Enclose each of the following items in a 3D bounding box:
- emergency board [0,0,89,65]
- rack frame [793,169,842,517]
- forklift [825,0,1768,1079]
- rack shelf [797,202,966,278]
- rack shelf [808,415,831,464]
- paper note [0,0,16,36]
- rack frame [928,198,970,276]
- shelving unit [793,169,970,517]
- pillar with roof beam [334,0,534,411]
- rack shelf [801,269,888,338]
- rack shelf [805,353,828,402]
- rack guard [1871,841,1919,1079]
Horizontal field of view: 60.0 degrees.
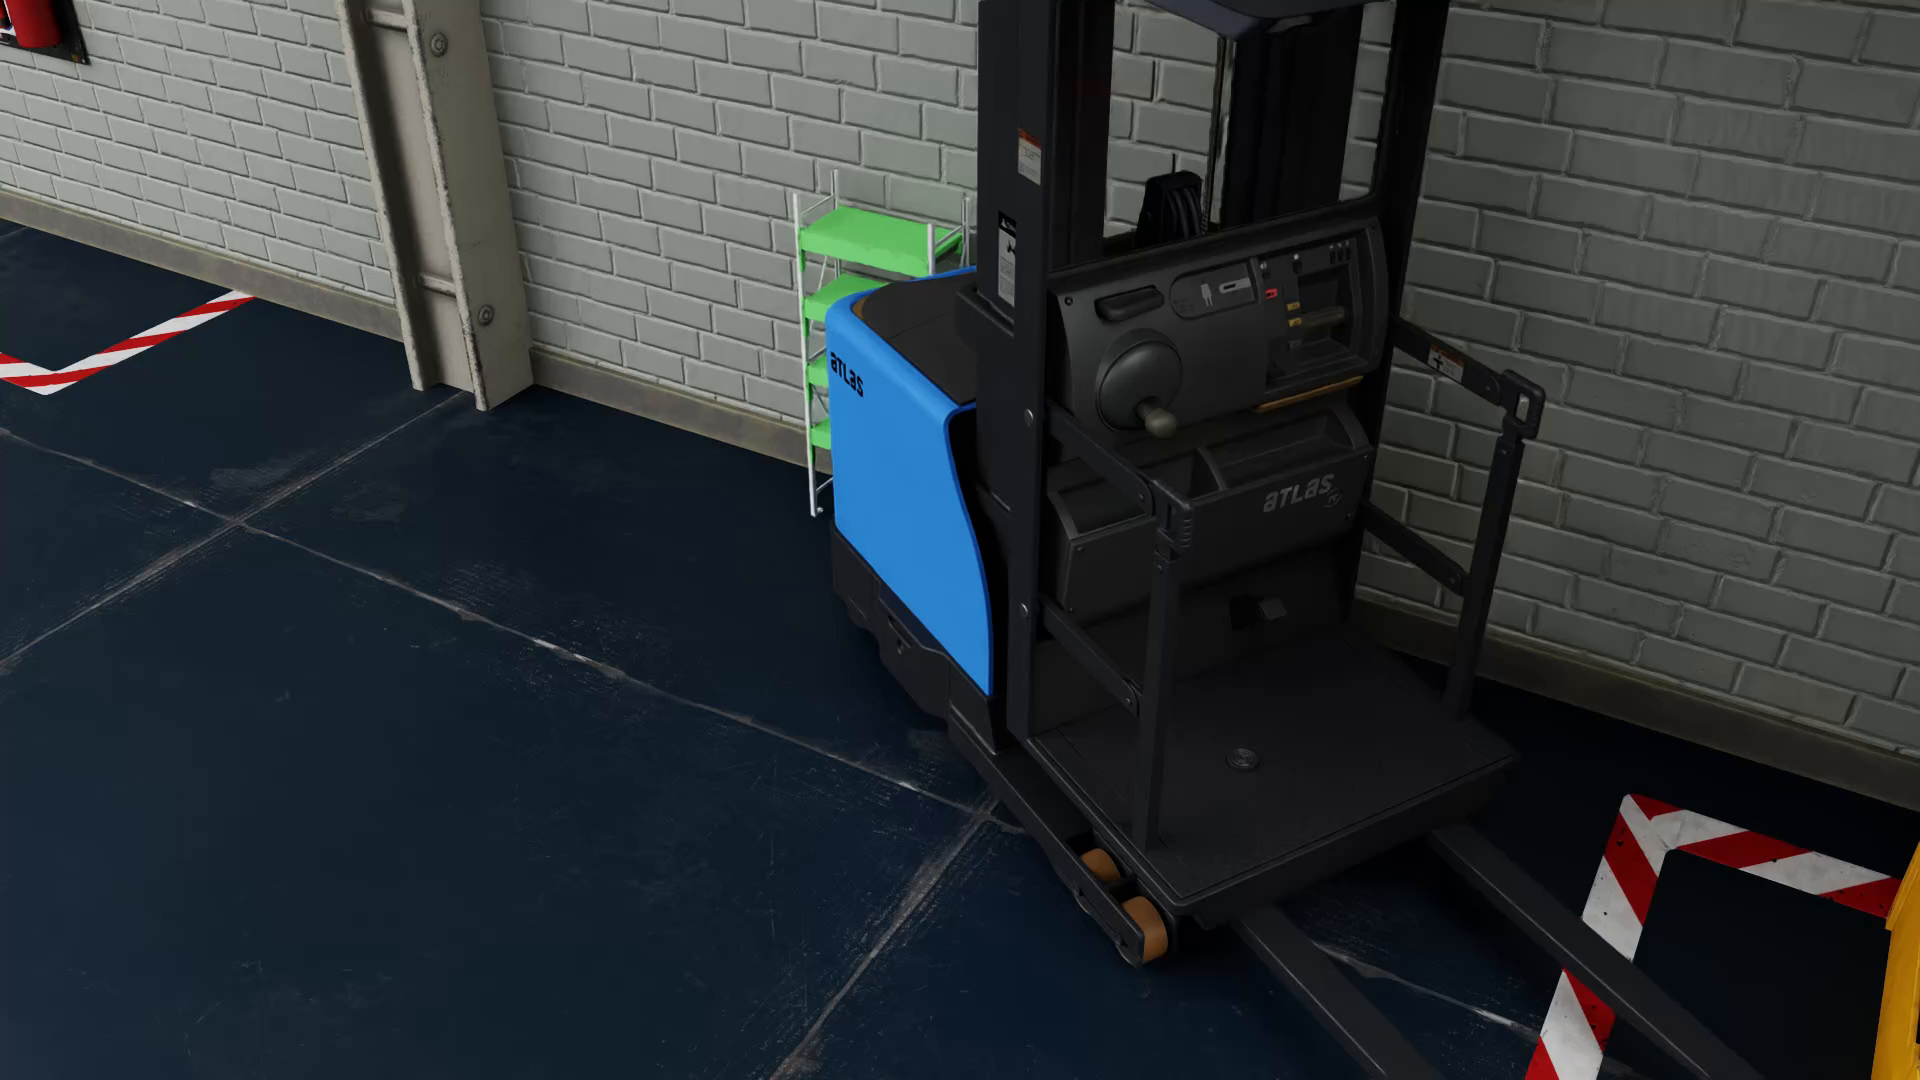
[{"bbox_3d":[-4.075,-2.577,6.914,0.643,1.169,0.194,18,37,24],"label":"emergency board"},{"bbox_3d":[-0.460,-0.642,5.630,0.015,1.200,0.240,17,37,24],"label":"rack frame"},{"bbox_3d":[0.744,-0.451,3.783,1.130,2.935,3.031,-17,37,-24],"label":"forklift"},{"bbox_3d":[-0.247,-0.922,5.301,0.480,0.148,0.258,17,37,24],"label":"rack shelf"},{"bbox_3d":[-0.248,-0.322,5.699,0.480,0.148,0.258,17,37,24],"label":"rack shelf"},{"bbox_3d":[-4.194,-2.292,7.281,0.142,0.148,0.016,18,37,24],"label":"paper note"},{"bbox_3d":[-0.034,-0.509,5.432,0.015,1.200,0.240,17,37,24],"label":"rack frame"},{"bbox_3d":[-0.247,-0.576,5.531,0.503,1.200,0.258,17,37,24],"label":"shelving unit"},{"bbox_3d":[-4.084,-2.304,1.092,0.400,9.000,9.100,18,37,24],"label":"pillar with roof beam"},{"bbox_3d":[-0.247,-0.722,5.434,0.480,0.148,0.258,17,37,24],"label":"rack shelf"},{"bbox_3d":[-0.248,-0.522,5.566,0.480,0.148,0.258,17,37,24],"label":"rack shelf"},{"bbox_3d":[2.290,1.056,3.713,0.348,0.500,1.175,18,37,24],"label":"rack guard"}]
